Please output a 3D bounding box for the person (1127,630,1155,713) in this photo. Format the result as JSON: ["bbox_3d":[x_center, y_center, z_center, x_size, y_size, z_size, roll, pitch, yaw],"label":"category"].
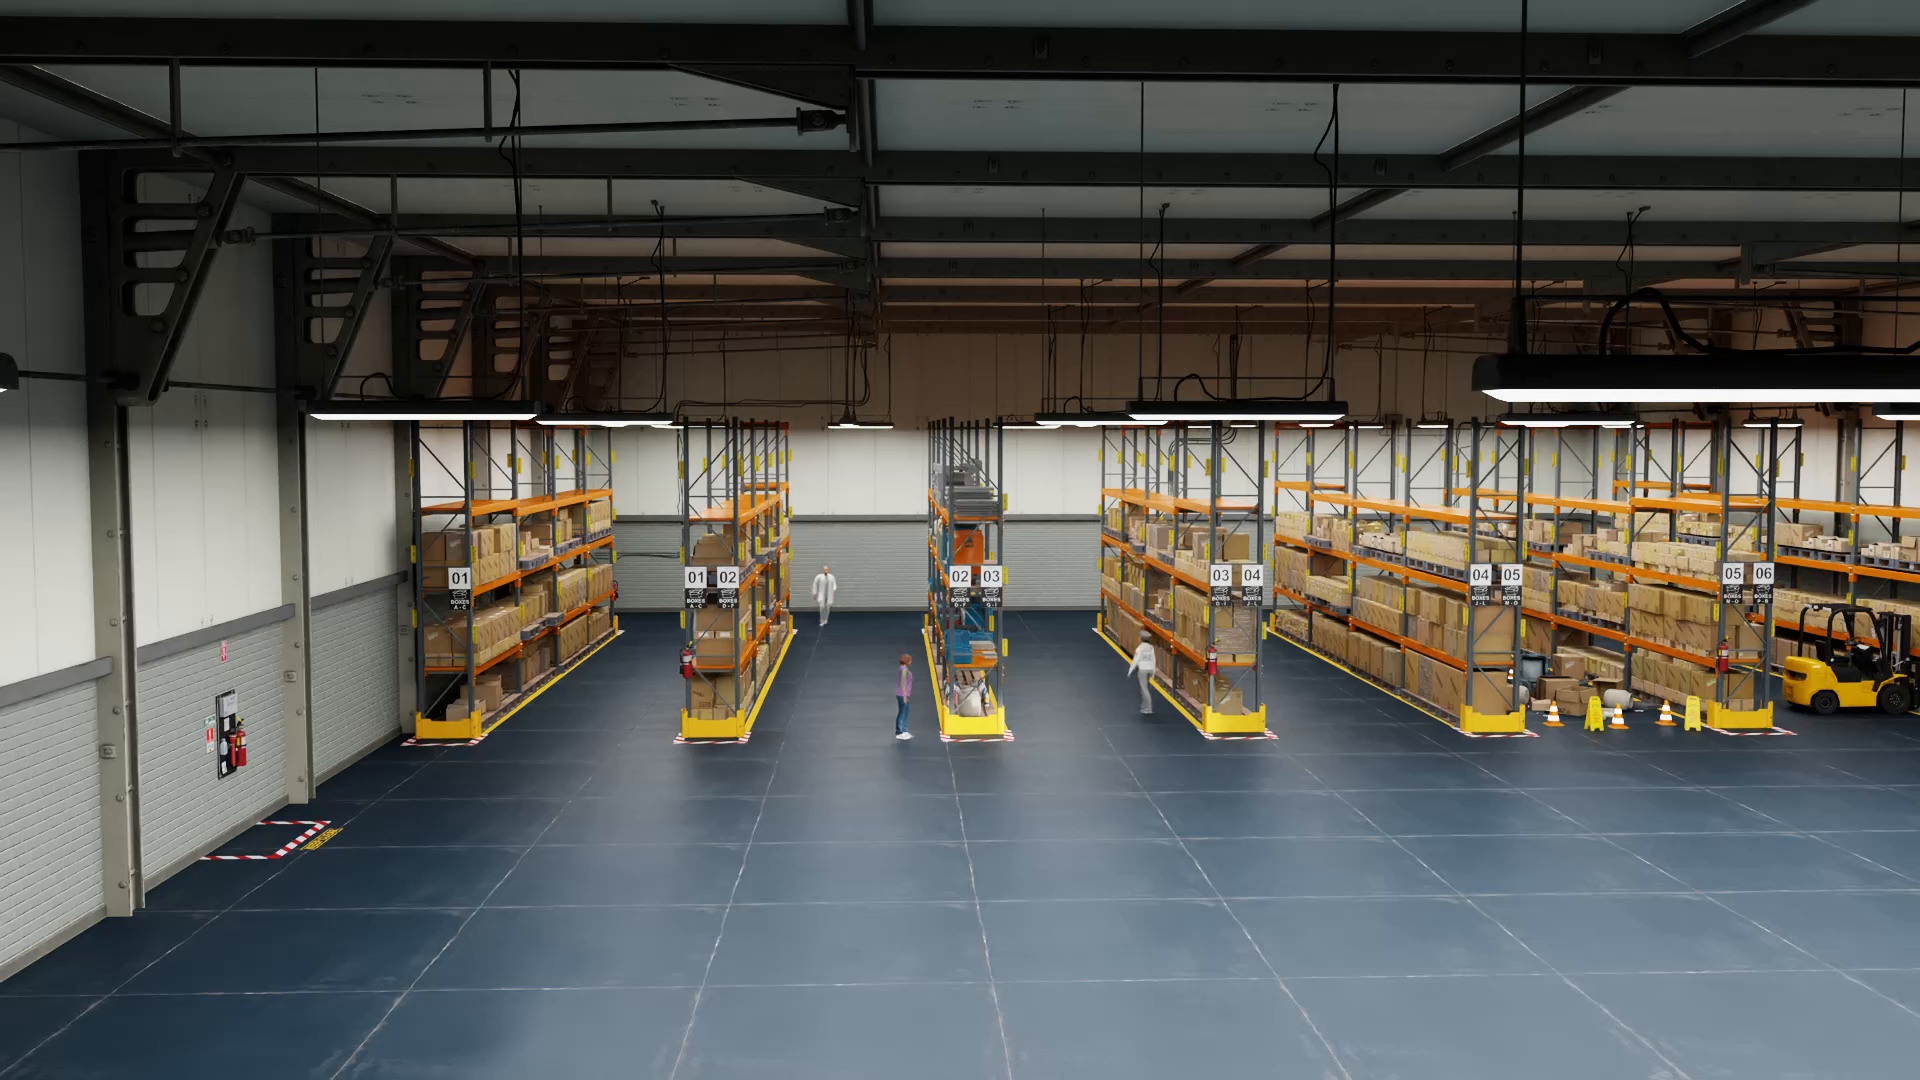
[{"bbox_3d":[3.726,2.704,33.736,0.546,1.746,0.580,-3,5,-39],"label":"person"}]

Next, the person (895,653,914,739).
[{"bbox_3d":[-1.032,2.927,30.985,0.366,1.621,0.501,0,4,-4],"label":"person"}]

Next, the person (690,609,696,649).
[{"bbox_3d":[-6.925,2.044,44.158,0.591,1.672,0.932,0,4,-2],"label":"person"}]

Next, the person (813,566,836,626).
[{"bbox_3d":[-4.019,1.692,49.322,0.689,1.854,0.796,0,4,-7],"label":"person"}]
